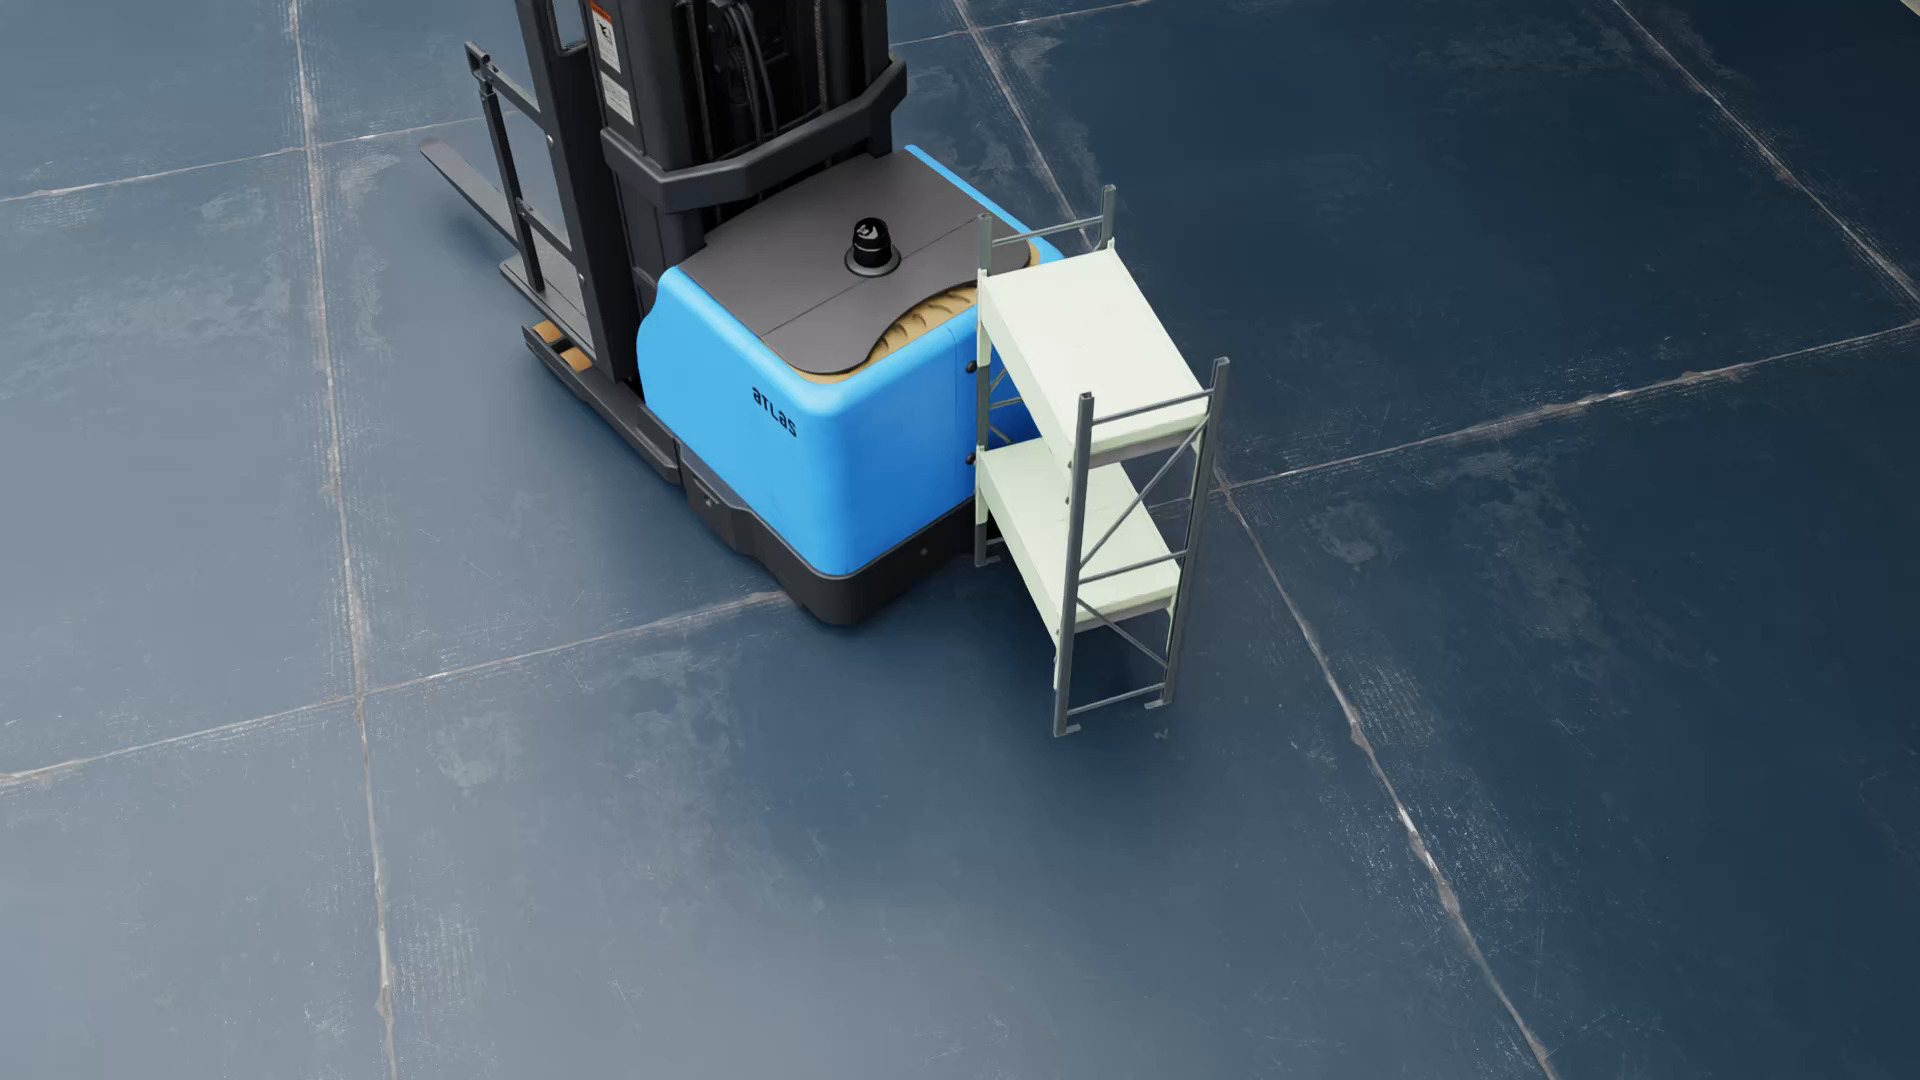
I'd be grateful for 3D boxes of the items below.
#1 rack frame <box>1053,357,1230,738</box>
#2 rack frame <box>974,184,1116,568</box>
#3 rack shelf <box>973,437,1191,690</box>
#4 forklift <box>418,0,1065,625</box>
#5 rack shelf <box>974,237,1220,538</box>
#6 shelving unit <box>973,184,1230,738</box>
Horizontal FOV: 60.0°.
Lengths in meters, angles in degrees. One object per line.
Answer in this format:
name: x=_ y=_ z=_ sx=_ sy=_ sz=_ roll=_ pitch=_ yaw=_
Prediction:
rack frame: x=0.485 y=0.081 z=4.701 sx=0.400 sy=1.500 sz=0.023 roll=-15 pitch=52 yaw=-12
rack frame: x=0.242 y=-0.447 z=5.146 sx=0.400 sy=1.500 sz=0.023 roll=-15 pitch=52 yaw=-12
rack shelf: x=0.363 y=0.027 z=5.173 sx=0.431 sy=0.370 sz=0.720 roll=-15 pitch=52 yaw=-12
forklift: x=-0.991 y=-1.726 z=5.288 sx=1.130 sy=2.935 sz=3.031 roll=-33 pitch=57 yaw=-25
rack shelf: x=0.363 y=-0.434 z=4.625 sx=0.431 sy=0.370 sz=0.720 roll=-15 pitch=52 yaw=-12
shelving unit: x=0.363 y=-0.183 z=4.923 sx=0.431 sy=1.500 sz=0.755 roll=-15 pitch=52 yaw=-12
